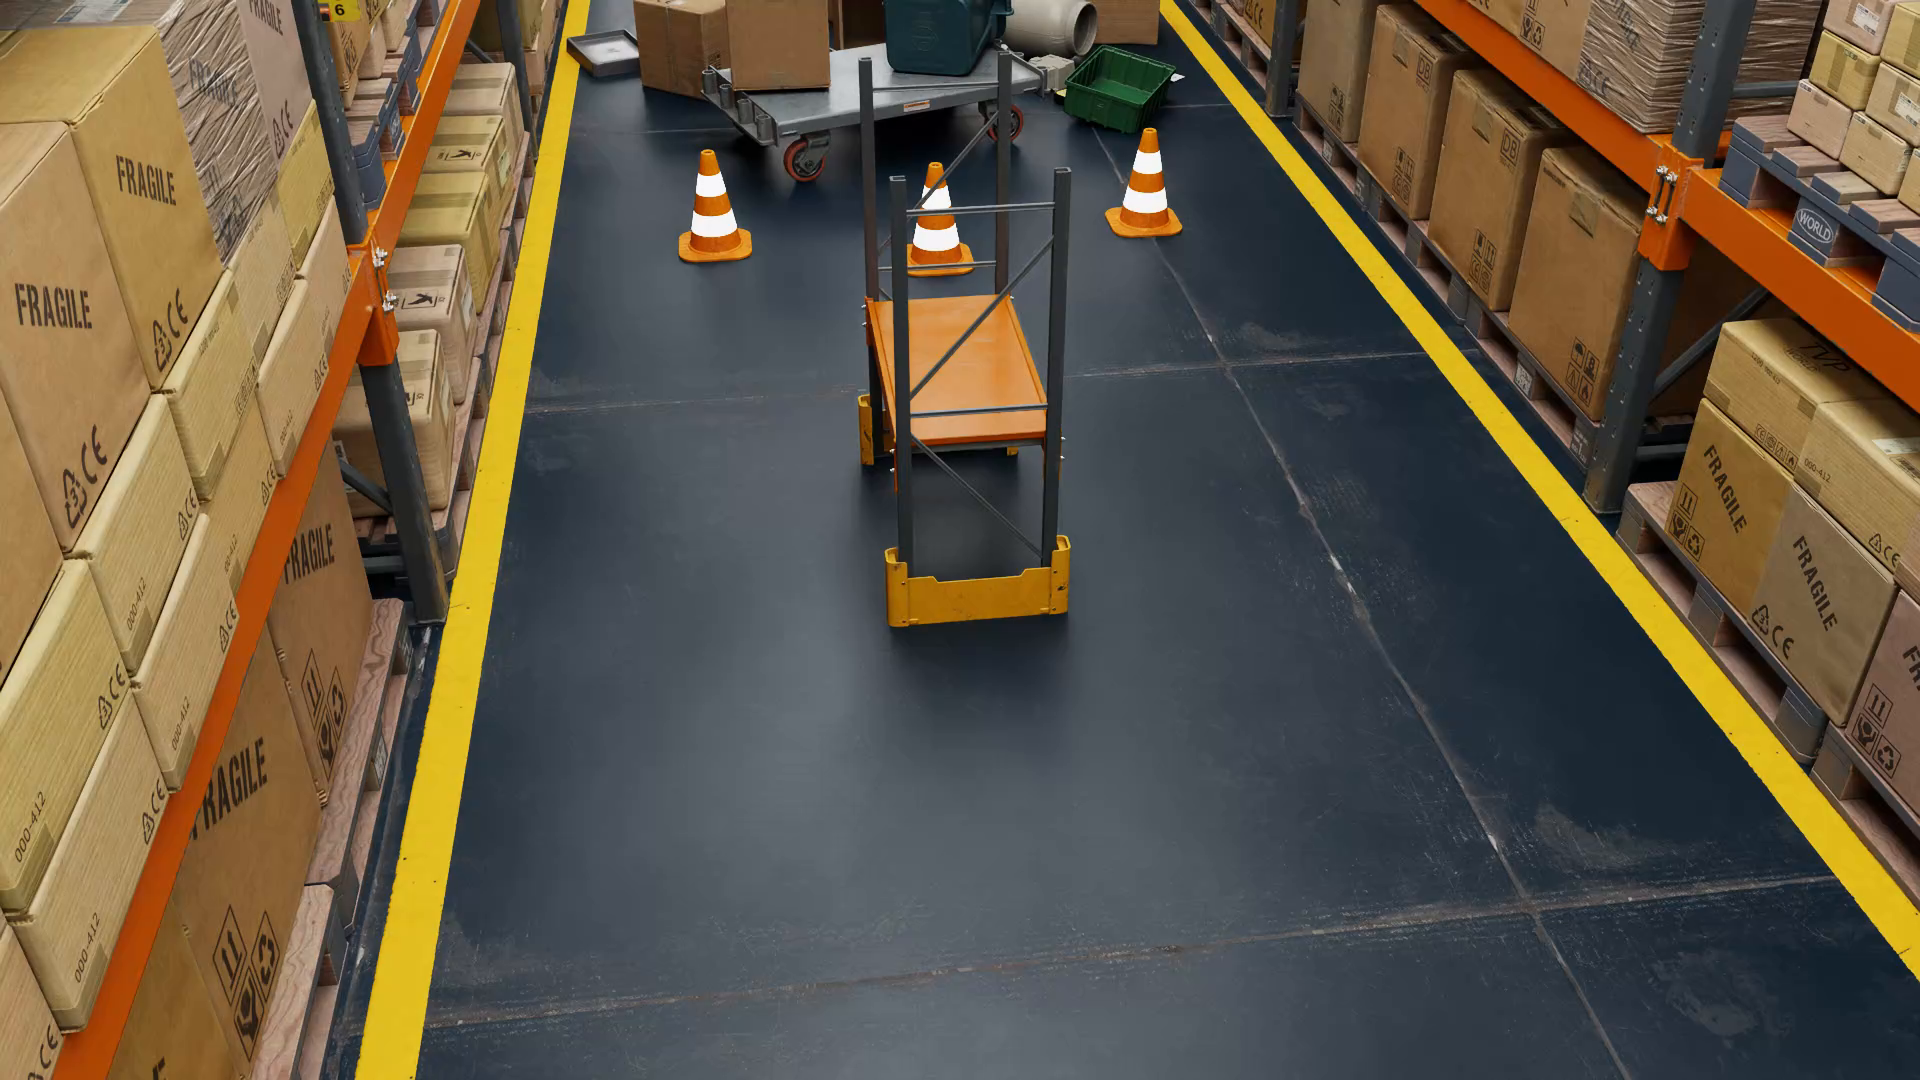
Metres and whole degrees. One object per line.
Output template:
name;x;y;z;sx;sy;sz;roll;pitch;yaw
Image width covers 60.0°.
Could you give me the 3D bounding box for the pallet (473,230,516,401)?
pallet;-2.422;-0.926;6.922;1.003;0.211;1.213;-4;35;-6

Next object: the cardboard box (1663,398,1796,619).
cardboard box;2.576;-0.121;5.110;0.500;0.500;0.500;-6;35;-8

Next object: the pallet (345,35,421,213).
pallet;-2.359;-1.273;5.125;1.213;0.211;1.003;-4;35;-6

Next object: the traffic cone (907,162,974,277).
traffic cone;-0.112;-1.475;7.503;0.336;0.463;0.334;-4;35;-6

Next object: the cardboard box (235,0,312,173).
cardboard box;-1.829;-1.149;3.795;0.500;0.500;0.500;-5;35;-8

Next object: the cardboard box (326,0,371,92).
cardboard box;-1.989;-1.569;4.663;0.500;0.500;0.500;-5;35;-8

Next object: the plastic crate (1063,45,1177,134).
plastic crate;0.874;-2.486;9.180;0.450;0.188;0.662;21;39;12

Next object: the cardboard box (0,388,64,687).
cardboard box;-1.555;-0.015;2.131;0.500;0.500;0.500;-5;35;-8

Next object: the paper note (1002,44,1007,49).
paper note;0.200;-3.015;10.155;0.172;0.023;0.155;7;35;10

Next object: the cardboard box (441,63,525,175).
cardboard box;-2.623;-1.990;7.967;0.950;0.372;0.625;-4;34;-6

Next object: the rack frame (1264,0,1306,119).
rack frame;2.196;-3.626;8.408;1.000;3.000;0.127;-4;35;-6

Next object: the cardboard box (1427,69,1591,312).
cardboard box;2.620;-1.472;6.872;1.050;0.750;0.750;-4;34;-6

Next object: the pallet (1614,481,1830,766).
pallet;2.838;0.194;5.278;1.003;0.211;1.213;-4;35;-6

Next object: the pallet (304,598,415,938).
pallet;-2.126;0.635;4.631;1.003;0.211;1.213;-4;35;-6

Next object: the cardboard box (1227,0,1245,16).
cardboard box;2.056;-3.781;10.148;0.875;0.875;0.875;-4;34;-6

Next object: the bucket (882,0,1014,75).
bucket;-0.107;-2.803;8.757;0.726;0.611;0.620;7;45;10

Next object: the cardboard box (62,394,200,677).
cardboard box;-1.609;0.003;2.771;0.500;0.250;0.500;-5;35;-8

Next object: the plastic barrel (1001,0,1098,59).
plastic barrel;0.523;-3.079;9.892;0.512;0.421;0.421;20;39;26

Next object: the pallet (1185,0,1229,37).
pallet;2.004;-3.587;10.826;1.003;0.211;1.213;-4;35;-6

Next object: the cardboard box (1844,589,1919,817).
cardboard box;2.721;0.446;4.279;0.500;0.500;0.500;-5;35;-8

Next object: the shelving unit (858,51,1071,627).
shelving unit;-0.010;-0.662;5.390;0.587;1.500;1.083;-4;35;-6

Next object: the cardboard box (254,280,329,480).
cardboard box;-1.748;-0.355;3.740;0.500;0.250;0.500;-4;34;-6

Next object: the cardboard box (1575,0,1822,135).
cardboard box;2.407;-1.667;5.443;0.500;0.500;0.500;-4;35;-6

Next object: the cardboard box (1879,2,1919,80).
cardboard box;2.643;-1.287;4.298;0.380;0.149;0.250;-5;35;-8

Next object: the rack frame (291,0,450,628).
rack frame;-2.158;-0.963;4.499;1.000;3.000;0.127;-4;35;-6

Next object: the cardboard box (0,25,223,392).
cardboard box;-1.691;-0.585;2.969;0.500;0.500;0.500;-4;35;-6

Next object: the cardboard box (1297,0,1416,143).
cardboard box;2.369;-2.531;8.425;1.050;0.750;0.750;-5;35;-7

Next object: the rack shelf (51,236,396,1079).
rack shelf;-1.889;0.450;3.064;1.077;0.370;4.000;-4;35;-6

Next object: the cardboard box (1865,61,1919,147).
cardboard box;2.639;-1.151;4.361;0.380;0.149;0.250;-3;34;-4

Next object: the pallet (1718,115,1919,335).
pallet;2.935;-0.925;4.615;1.213;0.211;1.003;-4;35;-6

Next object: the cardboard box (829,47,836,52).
cardboard box;-0.678;-2.682;9.450;0.396;0.266;0.258;27;43;34

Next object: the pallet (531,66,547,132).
pallet;-2.821;-2.415;9.106;1.003;0.211;1.213;-4;35;-6

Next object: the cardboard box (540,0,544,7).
cardboard box;-2.591;-3.190;9.170;0.500;0.500;0.500;-3;34;-4

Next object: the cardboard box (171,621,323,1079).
cardboard box;-2.031;0.631;3.674;0.875;0.875;0.875;-4;34;-6

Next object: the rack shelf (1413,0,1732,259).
rack shelf;2.465;-2.213;6.973;1.077;0.370;4.000;-4;35;-6

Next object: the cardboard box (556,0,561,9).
cardboard box;-2.720;-3.453;10.221;0.500;0.250;0.500;-6;35;-8

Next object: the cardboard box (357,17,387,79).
cardboard box;-2.013;-1.545;5.203;0.380;0.149;0.250;-7;35;-9

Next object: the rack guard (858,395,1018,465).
rack guard;-0.077;-0.424;6.150;0.587;0.250;0.087;-4;35;-6

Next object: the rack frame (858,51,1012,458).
rack frame;-0.080;-0.951;5.814;0.500;1.500;0.032;-4;35;-6

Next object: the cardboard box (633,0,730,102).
cardboard box;-1.491;-2.864;9.507;0.500;0.500;0.500;20;39;26

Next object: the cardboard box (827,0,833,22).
cardboard box;-0.489;-3.607;10.596;0.637;0.503;0.797;27;43;34

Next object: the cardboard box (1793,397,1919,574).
cardboard box;2.655;-0.159;4.500;0.500;0.250;0.500;-5;35;-7

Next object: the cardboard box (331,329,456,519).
cardboard box;-2.224;-0.367;5.585;0.950;0.372;0.625;-7;35;-10

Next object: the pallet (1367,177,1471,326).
pallet;2.542;-1.367;7.568;1.003;0.211;1.213;-4;35;-6

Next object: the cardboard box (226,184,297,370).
cardboard box;-1.768;-0.571;3.613;0.500;0.250;0.500;-5;35;-8

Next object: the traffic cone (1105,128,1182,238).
traffic cone;0.880;-1.715;7.856;0.336;0.463;0.334;-4;35;-6

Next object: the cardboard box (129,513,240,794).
cardboard box;-1.600;0.210;2.911;0.500;0.250;0.500;-5;35;-7

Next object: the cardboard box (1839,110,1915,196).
cardboard box;2.630;-1.049;4.476;0.380;0.149;0.250;-3;34;-4

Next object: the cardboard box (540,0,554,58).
cardboard box;-2.590;-2.879;9.380;0.500;0.250;0.500;-3;34;-4

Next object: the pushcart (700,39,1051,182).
pushcart;-0.443;-2.312;8.808;1.648;0.377;0.936;-16;38;-23

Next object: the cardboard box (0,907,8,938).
cardboard box;-1.497;0.569;1.941;0.500;0.250;0.500;-4;34;-6

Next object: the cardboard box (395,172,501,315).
cardboard box;-2.427;-1.201;6.810;0.950;0.372;0.625;-3;34;-5

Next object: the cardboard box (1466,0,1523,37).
cardboard box;2.274;-2.224;6.261;0.500;0.500;0.500;-5;35;-7

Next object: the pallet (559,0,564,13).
pallet;-3.149;-3.776;11.104;1.003;0.211;1.213;-4;35;-6

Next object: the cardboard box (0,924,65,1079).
cardboard box;-1.488;0.777;2.079;0.500;0.250;0.500;-5;35;-8
